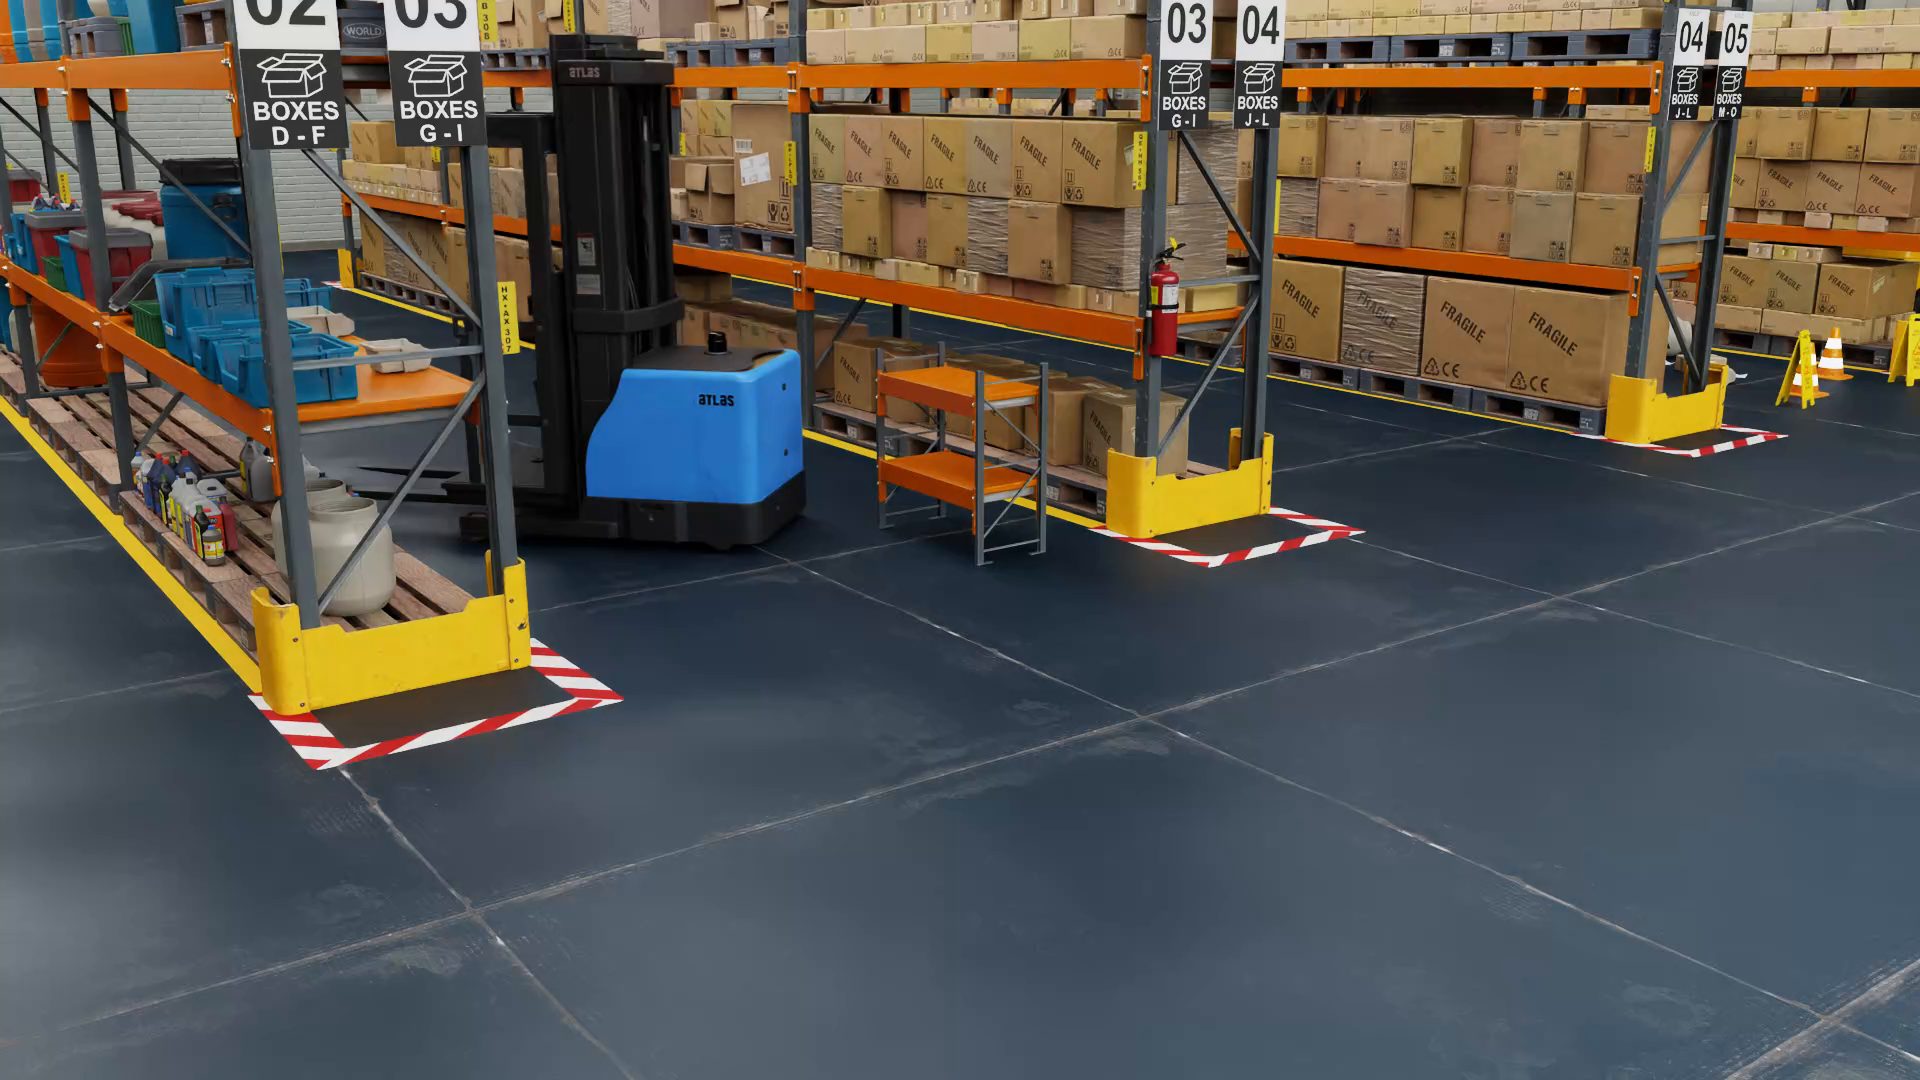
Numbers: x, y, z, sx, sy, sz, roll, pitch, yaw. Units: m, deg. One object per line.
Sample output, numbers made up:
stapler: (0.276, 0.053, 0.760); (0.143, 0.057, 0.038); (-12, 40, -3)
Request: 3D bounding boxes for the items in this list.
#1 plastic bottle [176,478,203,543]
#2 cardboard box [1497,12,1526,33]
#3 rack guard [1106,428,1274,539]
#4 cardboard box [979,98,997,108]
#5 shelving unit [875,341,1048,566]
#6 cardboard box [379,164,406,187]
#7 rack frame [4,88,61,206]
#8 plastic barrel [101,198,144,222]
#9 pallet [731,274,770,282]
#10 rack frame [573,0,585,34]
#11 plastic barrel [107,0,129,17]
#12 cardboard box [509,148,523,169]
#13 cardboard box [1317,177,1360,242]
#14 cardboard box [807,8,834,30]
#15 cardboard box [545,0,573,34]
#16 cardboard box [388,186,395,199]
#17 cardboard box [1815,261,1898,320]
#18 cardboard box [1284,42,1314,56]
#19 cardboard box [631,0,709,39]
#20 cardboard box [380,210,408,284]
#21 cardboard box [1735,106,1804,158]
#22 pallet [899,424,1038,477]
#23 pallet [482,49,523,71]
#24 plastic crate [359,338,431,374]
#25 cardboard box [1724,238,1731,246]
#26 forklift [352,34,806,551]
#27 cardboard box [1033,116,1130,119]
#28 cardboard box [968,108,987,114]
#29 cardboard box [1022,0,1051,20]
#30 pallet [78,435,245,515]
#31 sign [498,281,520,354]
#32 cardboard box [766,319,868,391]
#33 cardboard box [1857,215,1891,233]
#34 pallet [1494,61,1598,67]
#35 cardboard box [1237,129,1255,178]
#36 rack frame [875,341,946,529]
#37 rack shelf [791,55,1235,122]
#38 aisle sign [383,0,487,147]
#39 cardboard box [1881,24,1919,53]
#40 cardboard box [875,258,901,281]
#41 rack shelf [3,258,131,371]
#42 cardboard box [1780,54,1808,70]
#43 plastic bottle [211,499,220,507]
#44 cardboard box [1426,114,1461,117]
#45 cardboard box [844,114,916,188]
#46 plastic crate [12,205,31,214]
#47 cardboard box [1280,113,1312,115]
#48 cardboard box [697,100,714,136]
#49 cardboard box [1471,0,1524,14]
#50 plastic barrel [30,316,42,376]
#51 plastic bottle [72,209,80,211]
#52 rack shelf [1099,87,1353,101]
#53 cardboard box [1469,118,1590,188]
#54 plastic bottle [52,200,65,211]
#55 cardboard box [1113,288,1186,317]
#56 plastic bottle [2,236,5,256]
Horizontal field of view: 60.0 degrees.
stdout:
plastic bottle: (-4.250, -0.172, 9.205); (0.144, 0.351, 0.185); (-10, 18, -32)
cardboard box: (4.503, -4.120, 13.255); (0.380, 0.149, 0.250); (-11, 19, -35)
rack guard: (1.455, -0.370, 10.480); (1.175, 0.500, 0.348); (-11, 19, -35)
cardboard box: (0.534, -7.067, 26.902); (0.380, 0.149, 0.250); (-12, 19, -36)
shelving unit: (-0.004, -0.544, 9.933); (0.538, 1.125, 1.048); (-11, 19, -35)
cardboard box: (-6.930, -4.574, 20.827); (0.500, 0.250, 0.500); (-11, 19, -36)
rack frame: (-9.563, -3.353, 16.644); (1.000, 3.000, 0.127); (-11, 19, -35)
plastic barrel: (-6.433, -2.366, 12.827); (0.421, 0.512, 0.421); (0, 15, 0)
pallet: (-2.630, -3.924, 24.012); (1.003, 0.211, 1.213); (-11, 19, -35)
rack frame: (-3.204, -6.161, 15.540); (1.000, 3.000, 0.127); (-11, 19, -35)
plastic barrel: (-4.360, -3.307, 9.048); (0.600, 0.901, 0.708); (-11, 19, -35)
cardboard box: (-4.402, -4.240, 17.796); (0.797, 0.503, 0.637); (-10, 18, -33)
cardboard box: (3.787, -3.043, 15.228); (0.875, 0.550, 0.550); (-11, 19, -35)
cardboard box: (-0.911, -3.863, 12.354); (0.380, 0.149, 0.250); (-12, 19, -36)
cardboard box: (-3.621, -5.086, 16.302); (0.797, 0.503, 0.637); (-10, 18, -31)
cardboard box: (-6.905, -4.344, 20.740); (0.380, 0.149, 0.250); (-10, 18, -34)
cardboard box: (8.833, -2.466, 16.397); (0.500, 0.500, 0.500); (-11, 19, -34)
cardboard box: (4.468, -6.562, 21.696); (0.797, 0.503, 0.637); (-12, 20, -38)
cardboard box: (-2.539, -4.648, 14.558); (0.500, 0.500, 0.500); (-12, 19, -36)
cardboard box: (-6.932, -3.835, 21.635); (0.875, 0.875, 0.875); (-11, 19, -35)
cardboard box: (8.183, -4.177, 17.008); (0.700, 0.500, 0.500); (-11, 19, -35)
pallet: (0.292, -0.670, 12.123); (1.003, 0.211, 1.213); (-11, 19, -35)
pallet: (-4.286, -4.991, 17.304); (1.003, 0.211, 1.213); (-10, 18, -32)
plastic crate: (-2.773, -0.904, 8.197); (0.298, 0.136, 0.250); (-11, 19, -35)
cardboard box: (10.410, -4.057, 22.918); (0.875, 0.625, 0.625); (-11, 19, -35)
forklift: (-2.549, -1.527, 10.104); (3.031, 2.935, 1.130); (3, 16, 11)
cardboard box: (0.813, -2.607, 11.273); (0.500, 0.500, 0.500); (-11, 19, -35)
cardboard box: (0.469, -6.789, 27.114); (0.500, 0.500, 0.500); (-11, 19, -36)
cardboard box: (0.609, -3.302, 10.305); (0.380, 0.149, 0.250); (-11, 19, -34)
pallet: (-5.352, -0.461, 11.361); (1.003, 0.211, 1.213); (-11, 19, -35)
sign: (-2.059, -1.008, 7.554); (0.100, 0.325, 0.005); (-11, 19, -35)
cardboard box: (-1.196, -1.554, 13.975); (0.700, 0.500, 0.500); (-13, 20, -39)
cardboard box: (8.884, -3.060, 16.049); (0.380, 0.149, 0.250); (-11, 19, -35)
pallet: (6.887, -5.456, 19.003); (1.213, 0.211, 1.003); (-11, 19, -35)
cardboard box: (2.922, -3.797, 16.184); (0.700, 0.500, 0.500); (-11, 19, -35)
rack frame: (-0.303, -0.653, 10.329); (0.500, 1.125, 0.032); (-11, 19, -35)
rack shelf: (0.323, -3.086, 11.350); (1.077, 0.370, 4.000); (-11, 19, -35)
aisle sign: (-2.228, -2.074, 7.049); (0.394, 0.787, 0.004); (-11, 19, -35)
cardboard box: (8.997, -4.683, 15.542); (0.500, 0.250, 0.500); (-11, 19, -35)
cardboard box: (-0.395, -1.983, 12.117); (0.380, 0.149, 0.250); (-11, 19, -35)
rack shelf: (-6.035, -1.725, 12.058); (1.077, 0.370, 4.000); (-11, 19, -35)
cardboard box: (8.349, -4.734, 16.483); (0.380, 0.149, 0.250); (-11, 19, -36)
plastic bottle: (-4.178, -0.128, 9.328); (0.097, 0.201, 0.097); (0, 15, 0)
cardboard box: (6.002, -5.207, 20.642); (0.380, 0.149, 0.250); (-12, 19, -37)
cardboard box: (-0.498, -2.845, 12.143); (0.500, 0.500, 0.500); (-11, 19, -35)
plastic crate: (-9.721, -3.376, 17.115); (0.396, 0.136, 0.243); (-11, 19, -35)
cardboard box: (4.296, -5.406, 22.062); (0.500, 0.500, 0.500); (-11, 19, -36)
cardboard box: (-3.486, -6.154, 24.233); (0.500, 0.500, 0.500); (-10, 18, -33)
cardboard box: (4.469, -4.352, 13.347); (0.500, 0.250, 0.500); (-11, 19, -35)
plastic barrel: (-7.916, -1.710, 14.558); (0.421, 0.512, 0.421); (0, 15, 0)
plastic bottle: (-8.019, -2.878, 15.143); (0.152, 0.276, 0.135); (-11, 19, -35)
rack shelf: (3.636, -6.333, 23.212); (1.077, 0.370, 4.000); (-11, 19, -35)
cardboard box: (4.767, -3.230, 13.865); (0.875, 0.550, 0.550); (-11, 19, -35)
plastic bottle: (-8.154, -2.896, 15.068); (0.144, 0.351, 0.185); (-11, 19, -35)
cardboard box: (1.165, -1.467, 10.229); (0.380, 0.149, 0.250); (-11, 19, -35)
plastic bottle: (-7.847, -2.451, 13.724); (0.097, 0.201, 0.097); (0, 15, 0)
